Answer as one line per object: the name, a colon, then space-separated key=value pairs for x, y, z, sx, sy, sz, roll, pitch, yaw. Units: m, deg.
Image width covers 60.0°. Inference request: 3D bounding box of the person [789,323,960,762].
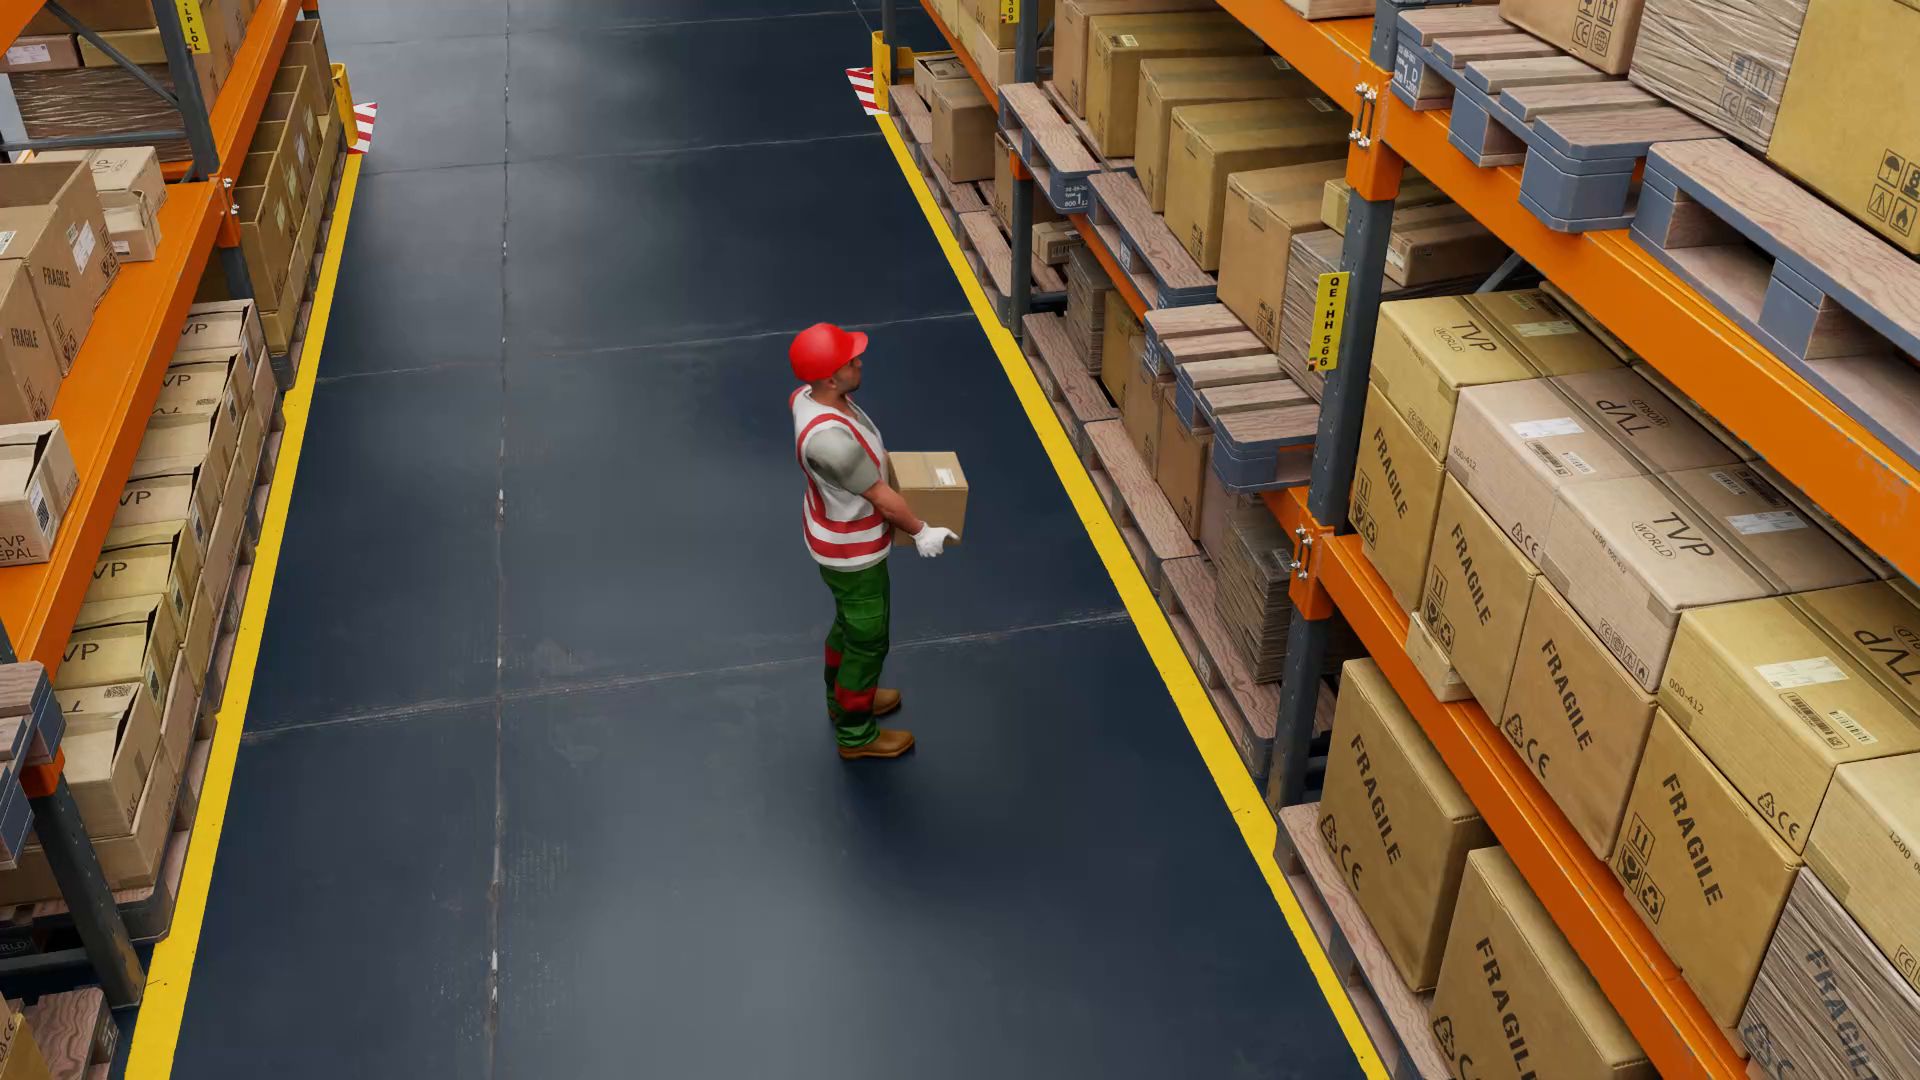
person: x=-0.307 y=0.000 z=6.127 sx=0.560 sy=1.782 sz=0.494 roll=-7 pitch=35 yaw=-10
